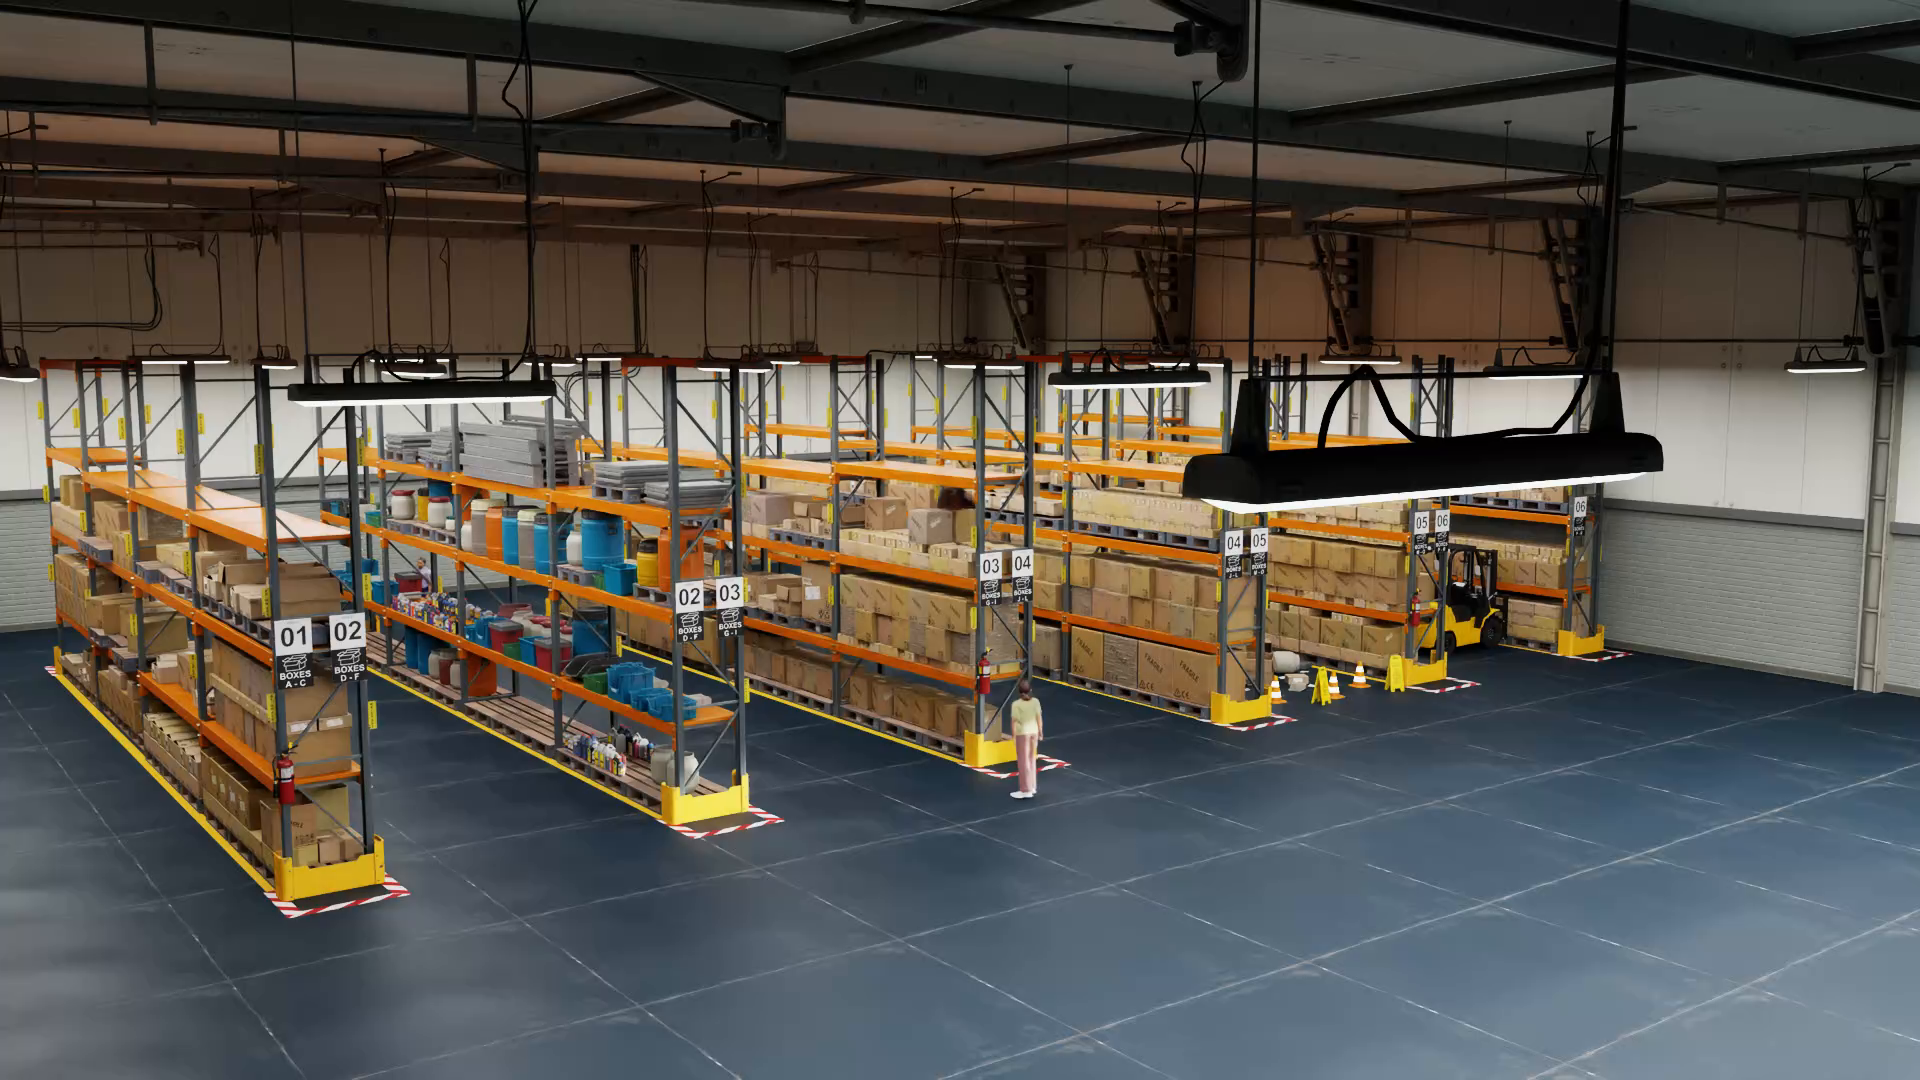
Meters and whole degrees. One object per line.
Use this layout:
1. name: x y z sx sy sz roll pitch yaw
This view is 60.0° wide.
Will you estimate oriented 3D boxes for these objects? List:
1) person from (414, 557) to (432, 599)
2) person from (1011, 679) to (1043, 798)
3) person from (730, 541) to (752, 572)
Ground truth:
1. person: -11.718 1.207 36.084 0.552 1.688 0.397 2 7 17
2. person: 0.930 2.752 23.103 0.535 1.683 0.401 -4 8 -32
3. person: -5.597 0.283 43.144 0.626 1.793 0.579 6 9 42
